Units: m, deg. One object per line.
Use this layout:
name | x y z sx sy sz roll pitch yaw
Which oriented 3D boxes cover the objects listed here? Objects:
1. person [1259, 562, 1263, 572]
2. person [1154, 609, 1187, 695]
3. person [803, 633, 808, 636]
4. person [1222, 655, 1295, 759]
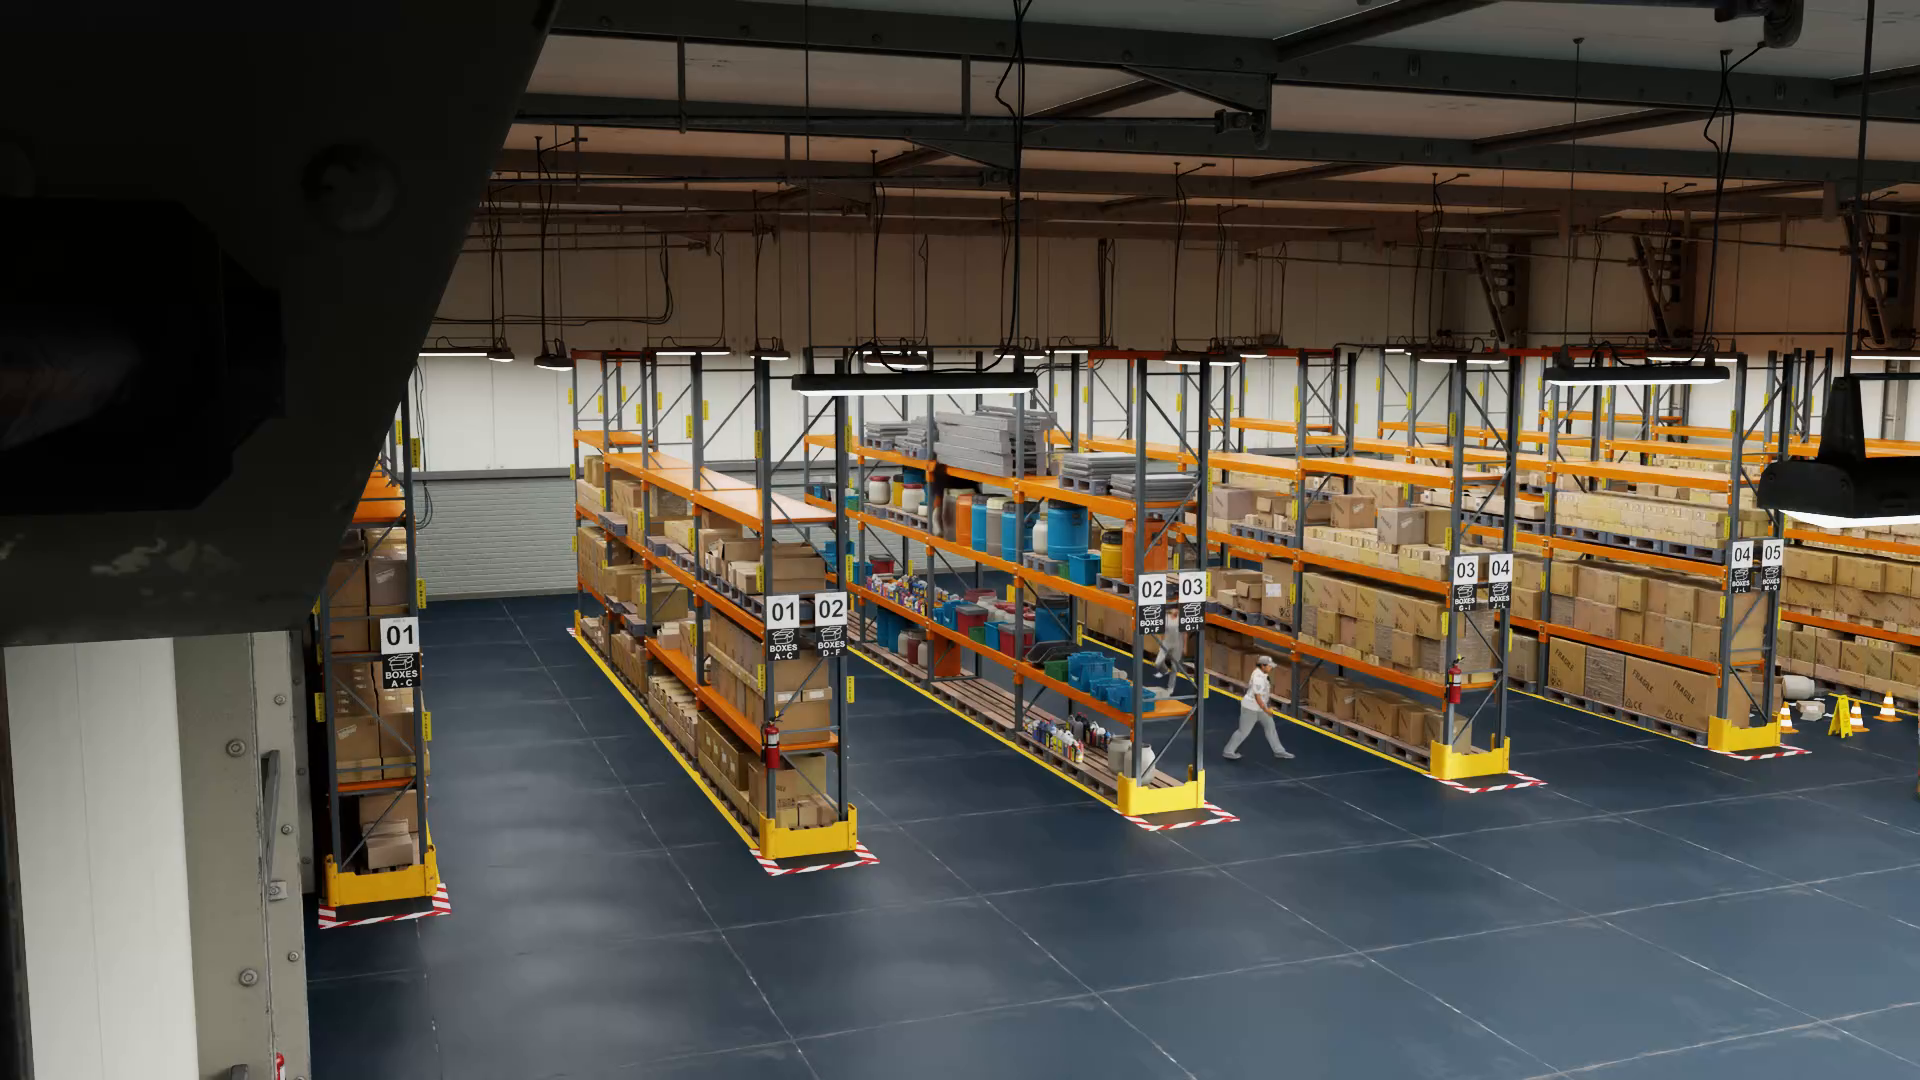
person | 7.921 0.179 42.410 0.871 1.823 0.679 -5 9 -37
person | 3.709 1.883 29.253 0.577 1.697 0.492 2 7 14
person | -2.981 1.703 30.034 0.730 1.492 1.034 -6 10 -42
person | 4.410 2.480 24.570 1.003 1.601 0.601 3 8 25
